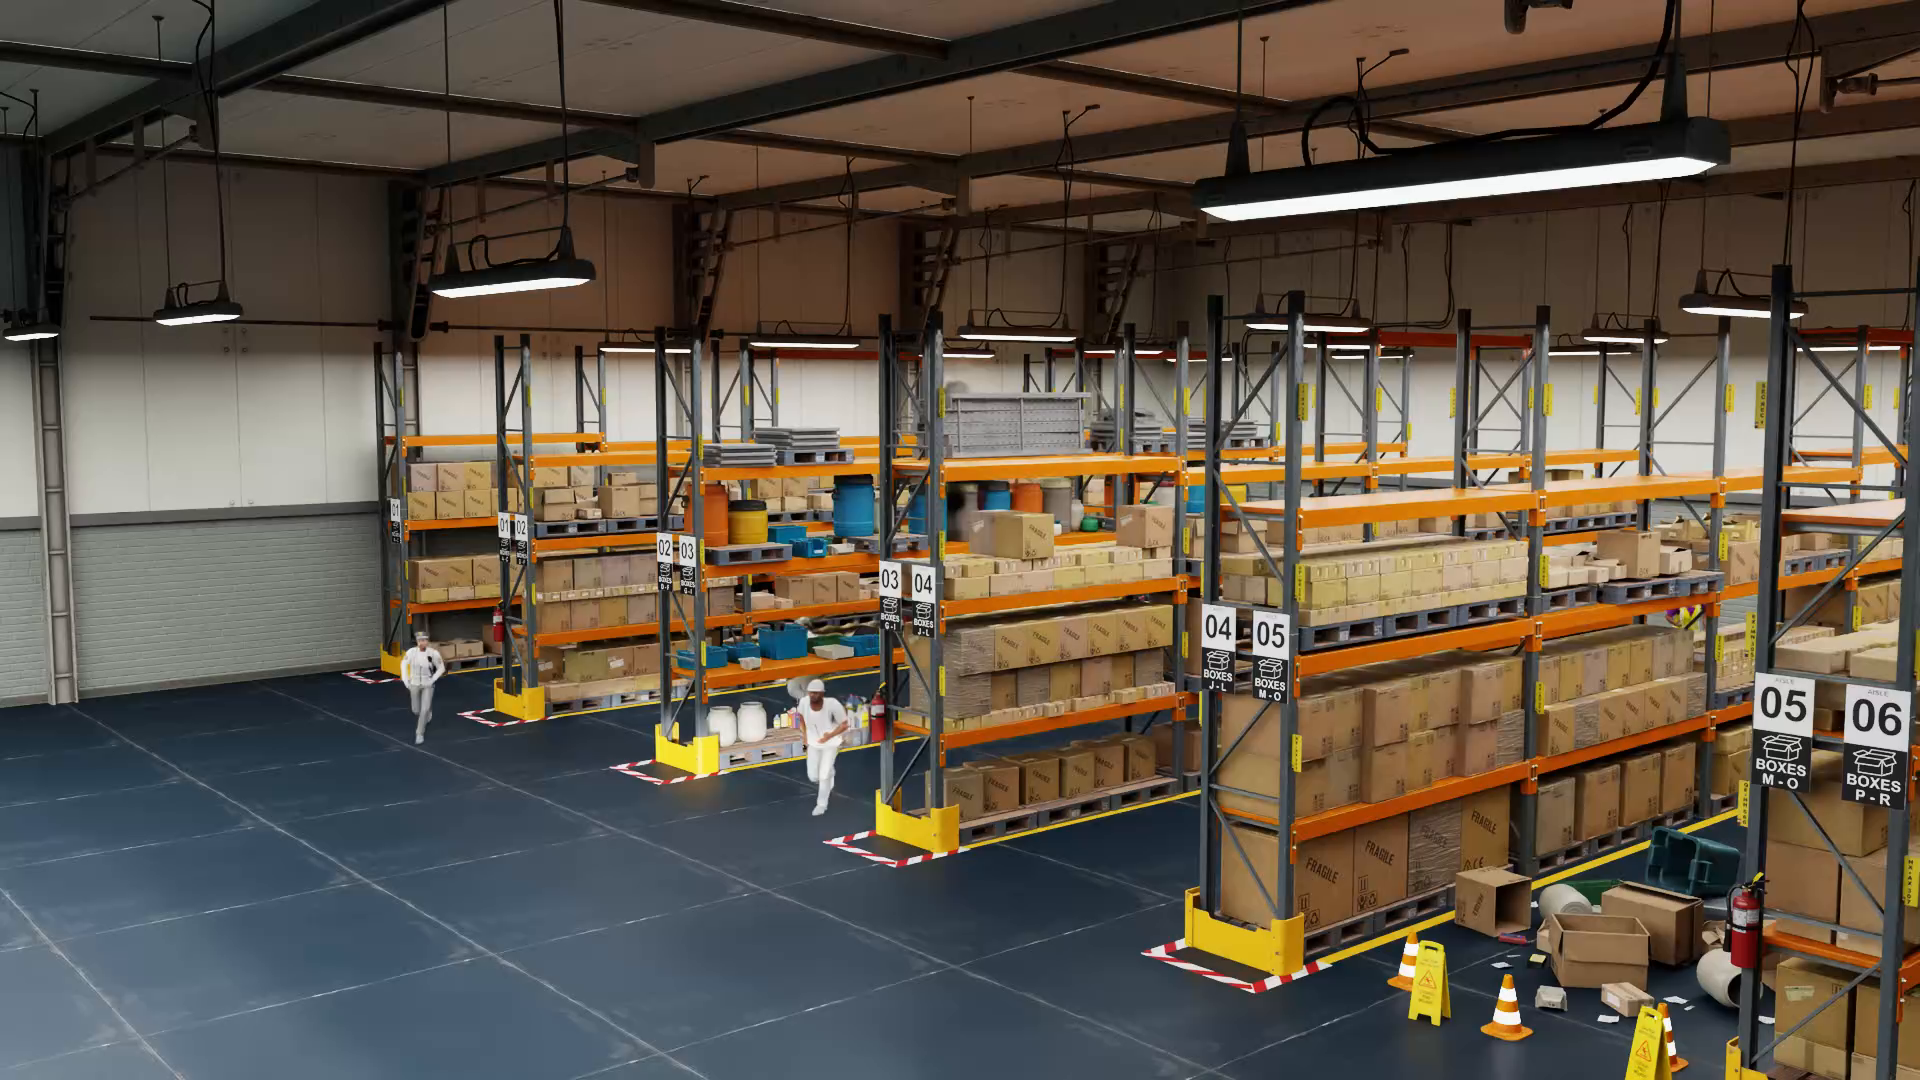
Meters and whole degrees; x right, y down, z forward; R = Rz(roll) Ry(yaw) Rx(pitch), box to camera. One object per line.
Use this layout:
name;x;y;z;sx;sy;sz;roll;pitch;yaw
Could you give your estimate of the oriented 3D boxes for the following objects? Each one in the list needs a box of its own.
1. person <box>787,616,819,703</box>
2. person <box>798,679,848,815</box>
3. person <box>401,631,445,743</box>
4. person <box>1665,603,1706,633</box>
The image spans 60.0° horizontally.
person;-2.431;1.999;25.810;0.583;1.634;0.587;-4;7;-40
person;-1.670;2.500;20.252;0.692;1.688;0.765;1;5;15
person;-7.913;2.138;24.543;0.643;1.660;0.678;-1;5;-6
person;12.807;1.642;29.334;0.737;1.733;1.044;1;5;6
